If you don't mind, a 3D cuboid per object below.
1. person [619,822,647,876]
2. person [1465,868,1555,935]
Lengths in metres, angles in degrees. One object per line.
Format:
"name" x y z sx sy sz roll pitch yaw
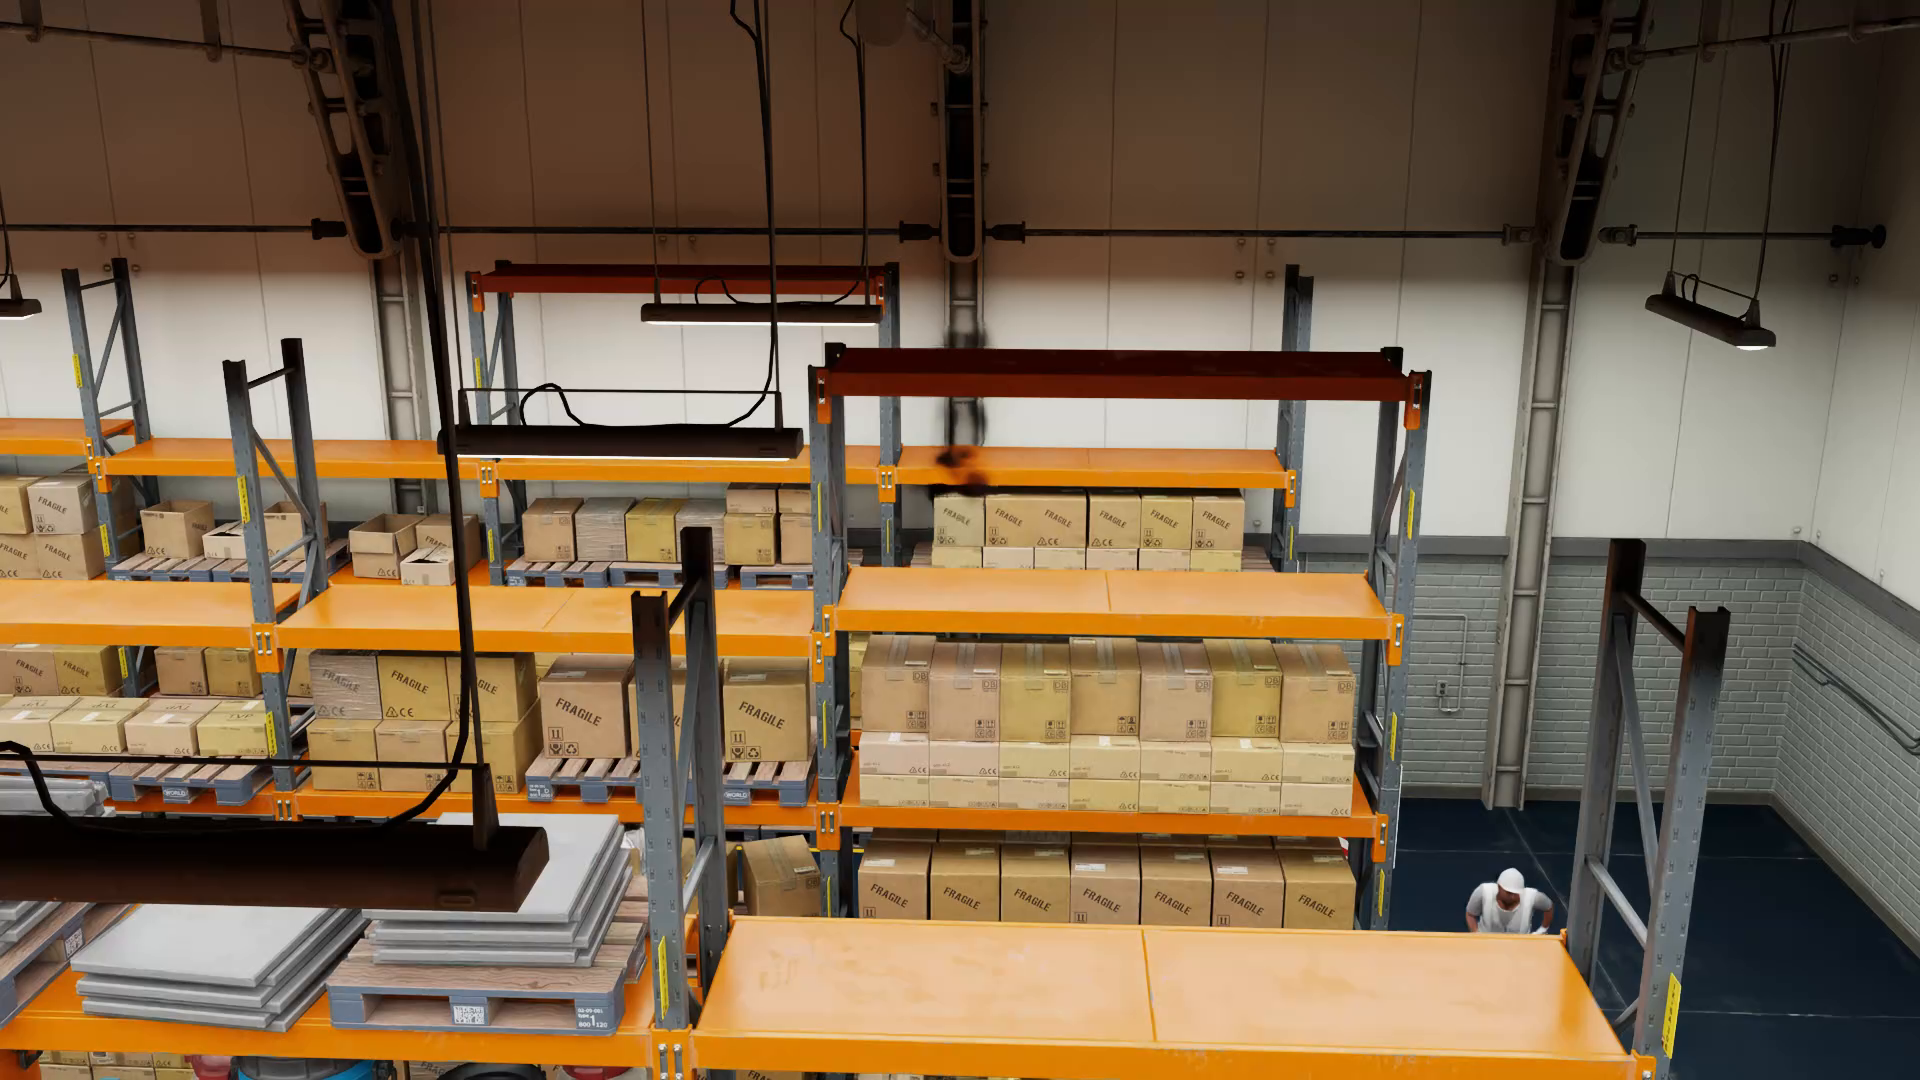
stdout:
"person" -2.883 3.140 14.776 0.861 1.714 0.568 3 16 10
"person" 4.605 3.401 14.015 0.710 1.629 0.858 4 17 14
